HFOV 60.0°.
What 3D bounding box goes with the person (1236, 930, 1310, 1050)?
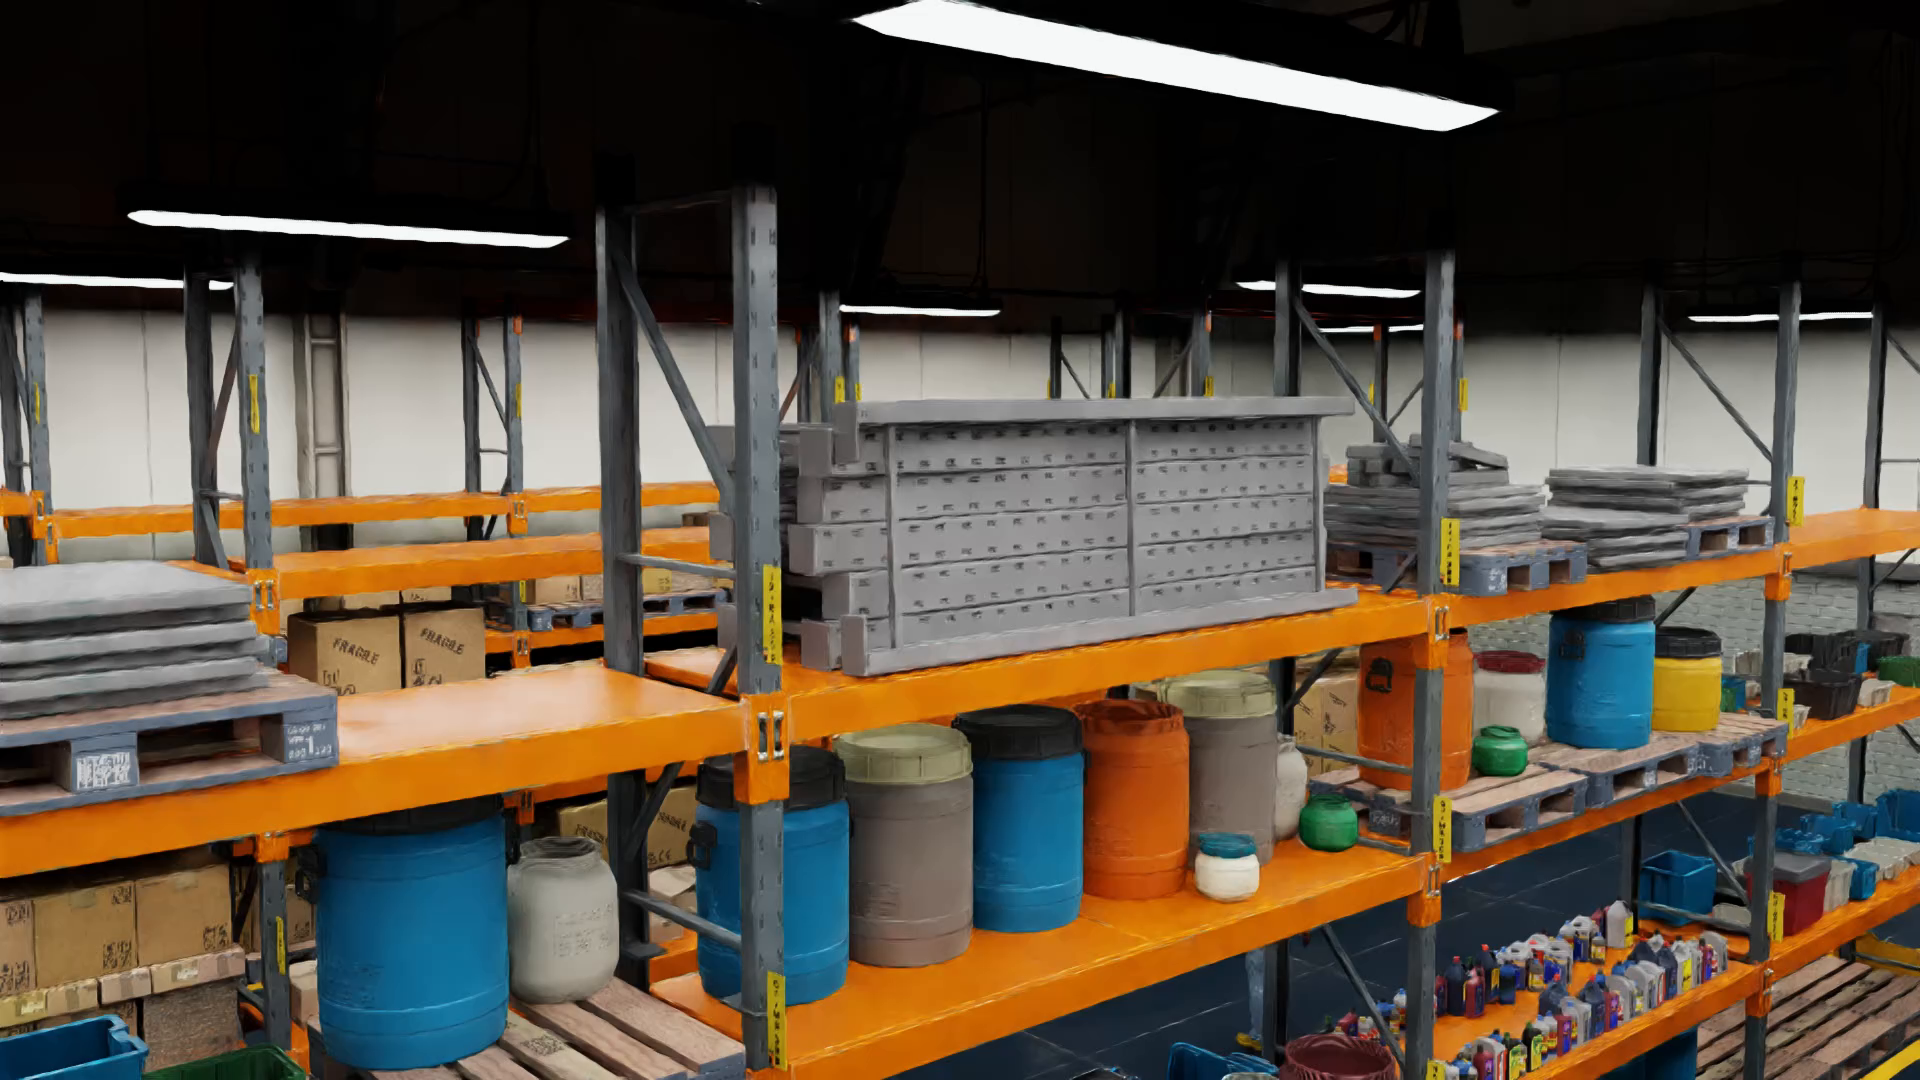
[{"bbox_3d":[2.420,3.043,13.035,0.661,1.762,0.559,-1,6,-13],"label":"person"}]
